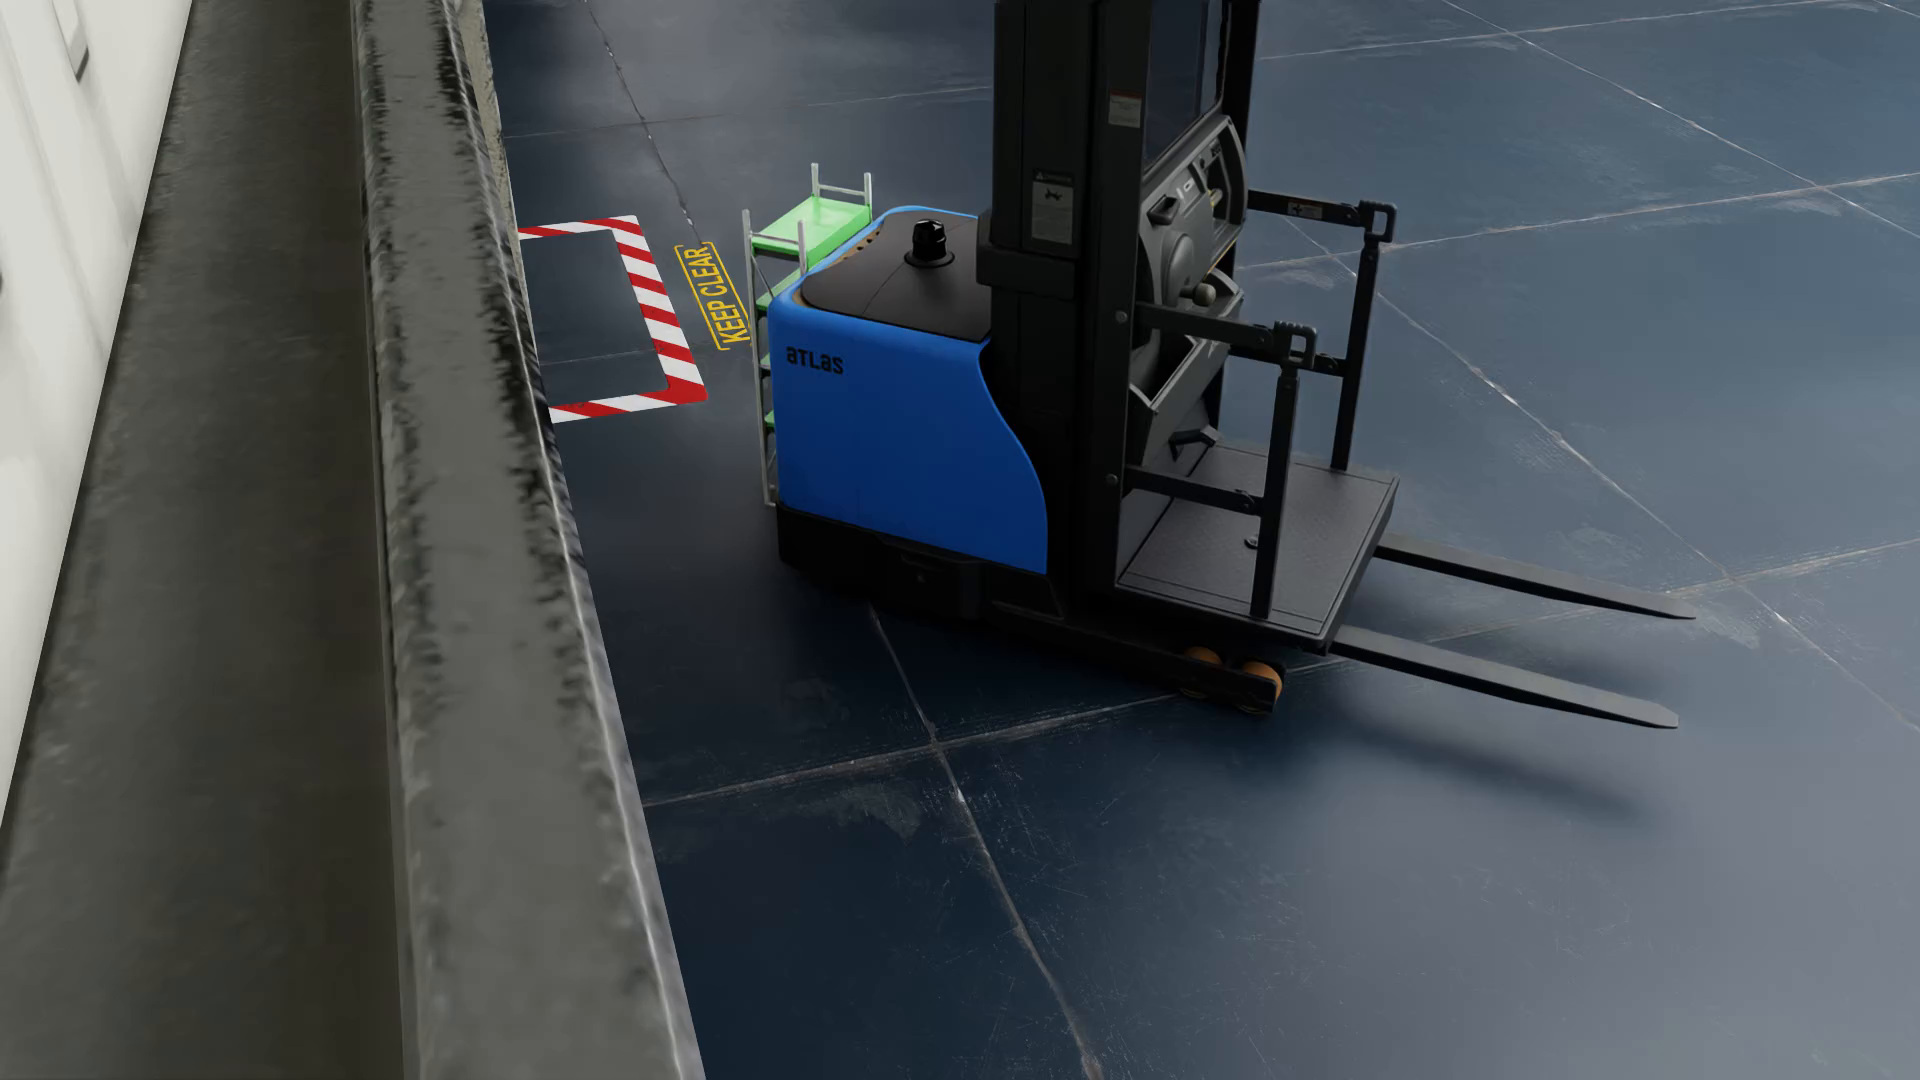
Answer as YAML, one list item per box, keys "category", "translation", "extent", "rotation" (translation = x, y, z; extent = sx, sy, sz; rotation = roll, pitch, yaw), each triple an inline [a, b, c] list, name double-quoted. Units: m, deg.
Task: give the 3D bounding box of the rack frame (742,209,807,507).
- category: "rack frame"
  translation: [-0.642, -0.614, 6.044]
  extent: [0.240, 1.200, 0.015]
  rotation: [14, 36, 21]

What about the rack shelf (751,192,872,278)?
- category: "rack shelf"
  translation: [-0.539, -1.083, 5.999]
  extent: [0.258, 0.148, 0.480]
  rotation: [14, 36, 21]

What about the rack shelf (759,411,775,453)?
- category: "rack shelf"
  translation: [-0.538, -0.482, 6.396]
  extent: [0.258, 0.148, 0.480]
  rotation: [14, 36, 21]

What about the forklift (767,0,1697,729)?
- category: "forklift"
  translation: [0.907, -0.997, 5.054]
  extent: [3.031, 2.935, 1.130]
  rotation: [14, 36, 21]

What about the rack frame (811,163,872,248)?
- category: "rack frame"
  translation: [-0.435, -0.858, 6.413]
  extent: [0.240, 1.200, 0.015]
  rotation: [14, 36, 21]

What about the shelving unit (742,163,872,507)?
- category: "shelving unit"
  translation: [-0.539, -0.736, 6.228]
  extent: [0.258, 1.200, 0.503]
  rotation: [14, 36, 21]

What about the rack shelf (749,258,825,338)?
- category: "rack shelf"
  translation: [-0.539, -0.883, 6.131]
  extent: [0.258, 0.148, 0.480]
  rotation: [14, 36, 21]

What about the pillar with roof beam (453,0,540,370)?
- category: "pillar with roof beam"
  translation: [2.897, -3.635, 3.543]
  extent: [9.100, 9.000, 0.400]
  rotation: [-10, 35, -15]

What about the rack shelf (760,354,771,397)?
- category: "rack shelf"
  translation: [-0.539, -0.682, 6.263]
  extent: [0.258, 0.148, 0.480]
  rotation: [14, 36, 21]
